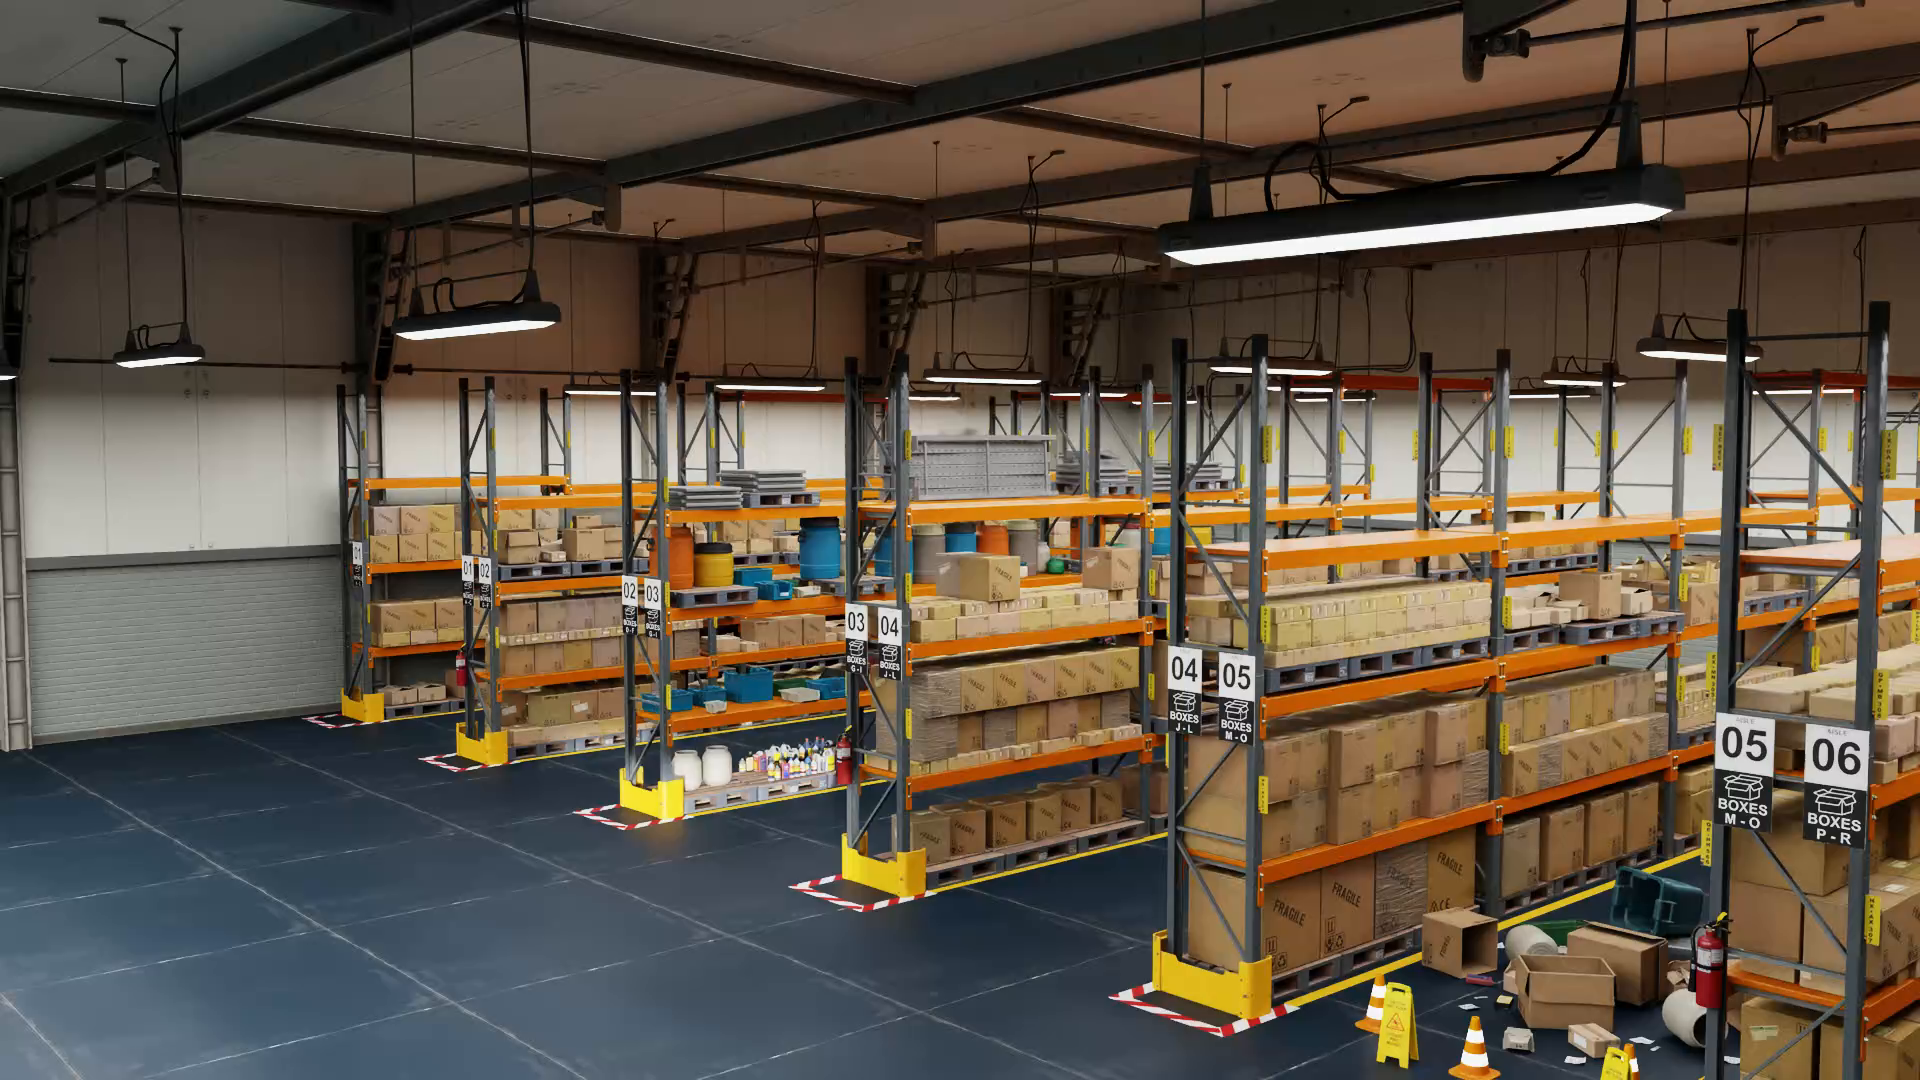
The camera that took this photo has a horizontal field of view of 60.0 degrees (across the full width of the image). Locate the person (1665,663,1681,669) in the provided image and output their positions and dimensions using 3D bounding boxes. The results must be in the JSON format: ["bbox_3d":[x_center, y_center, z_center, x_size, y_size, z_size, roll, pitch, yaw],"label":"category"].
[{"bbox_3d":[10.586,2.667,24.748,0.687,1.759,0.664,-3,5,-42],"label":"person"}]

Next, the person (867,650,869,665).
[{"bbox_3d":[-2.119,1.784,34.306,0.651,1.724,0.602,3,5,34],"label":"person"}]
